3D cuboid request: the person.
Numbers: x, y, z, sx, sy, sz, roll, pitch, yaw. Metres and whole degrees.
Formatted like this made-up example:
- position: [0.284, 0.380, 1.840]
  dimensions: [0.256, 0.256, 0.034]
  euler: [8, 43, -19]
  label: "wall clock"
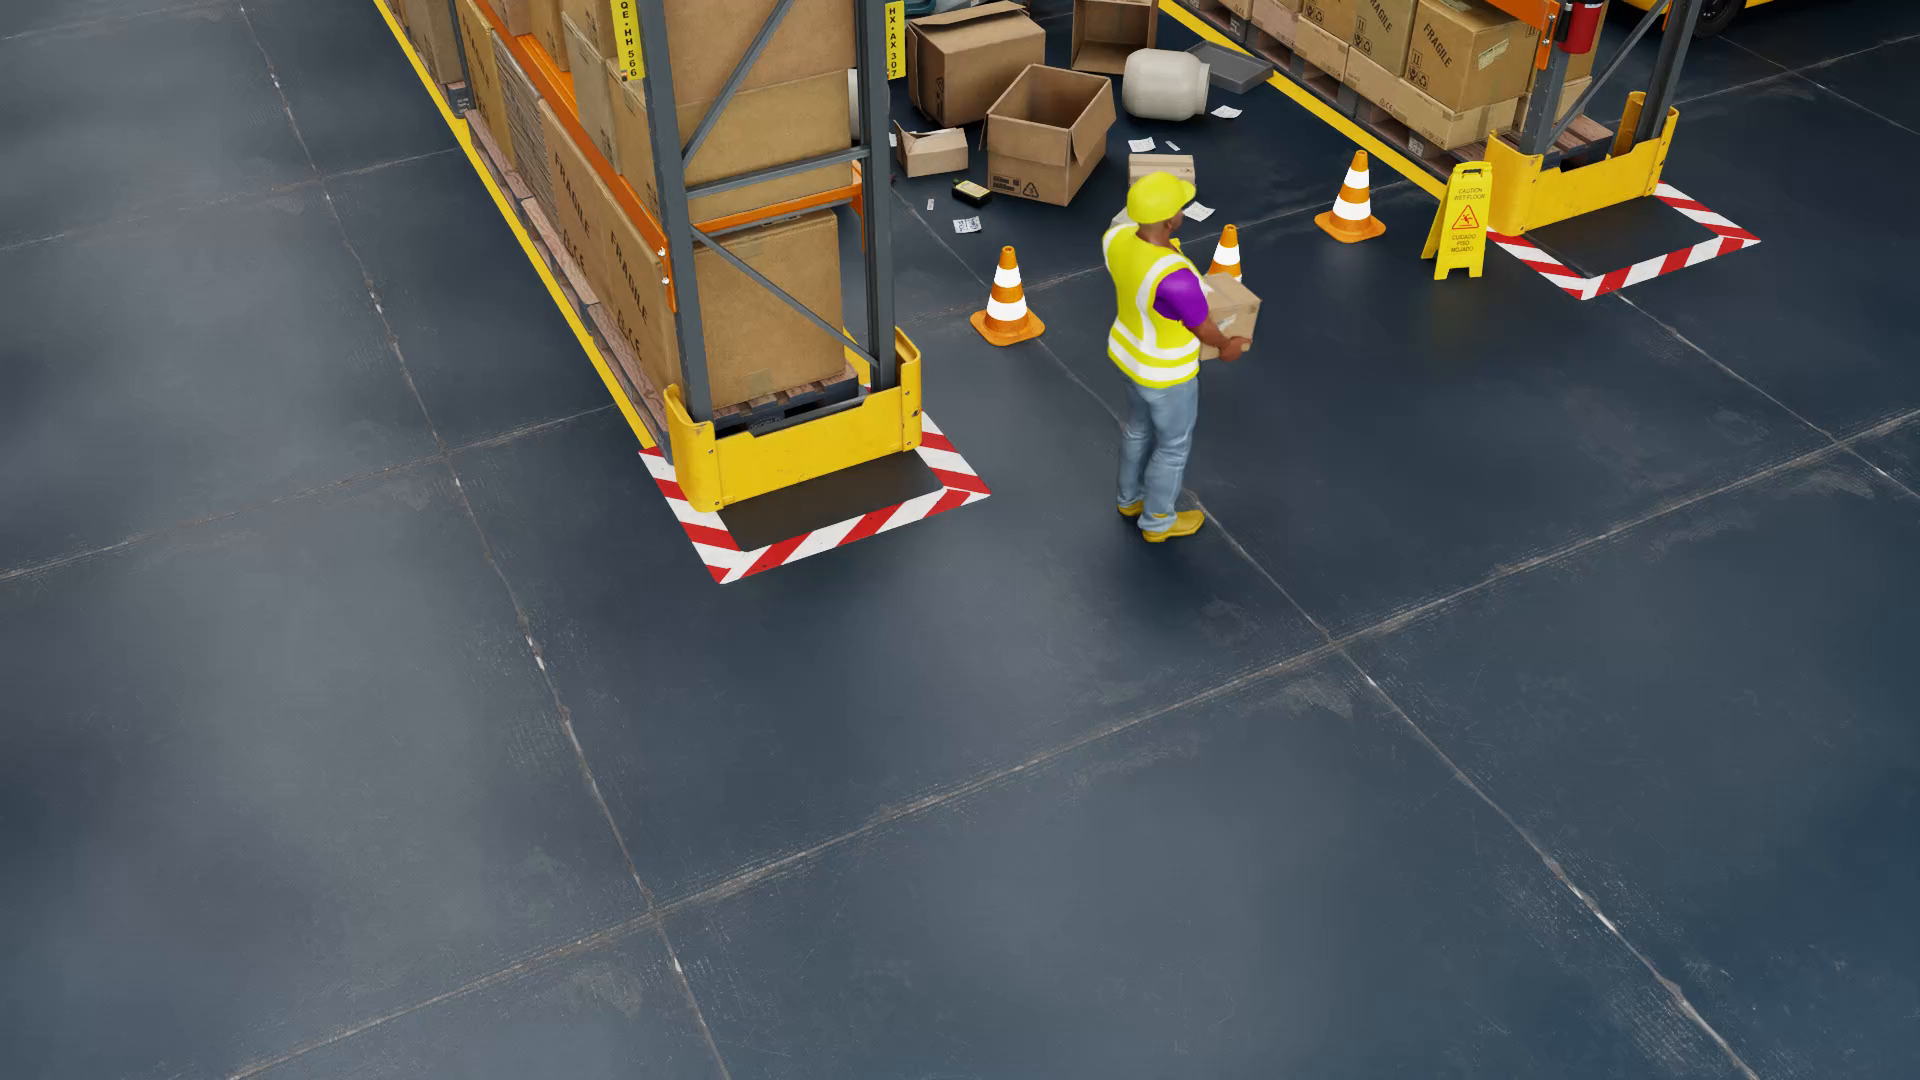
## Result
- position: [0.906, -0.786, 7.047]
  dimensions: [0.578, 1.763, 0.514]
  euler: [-19, 44, -20]
  label: "person"
